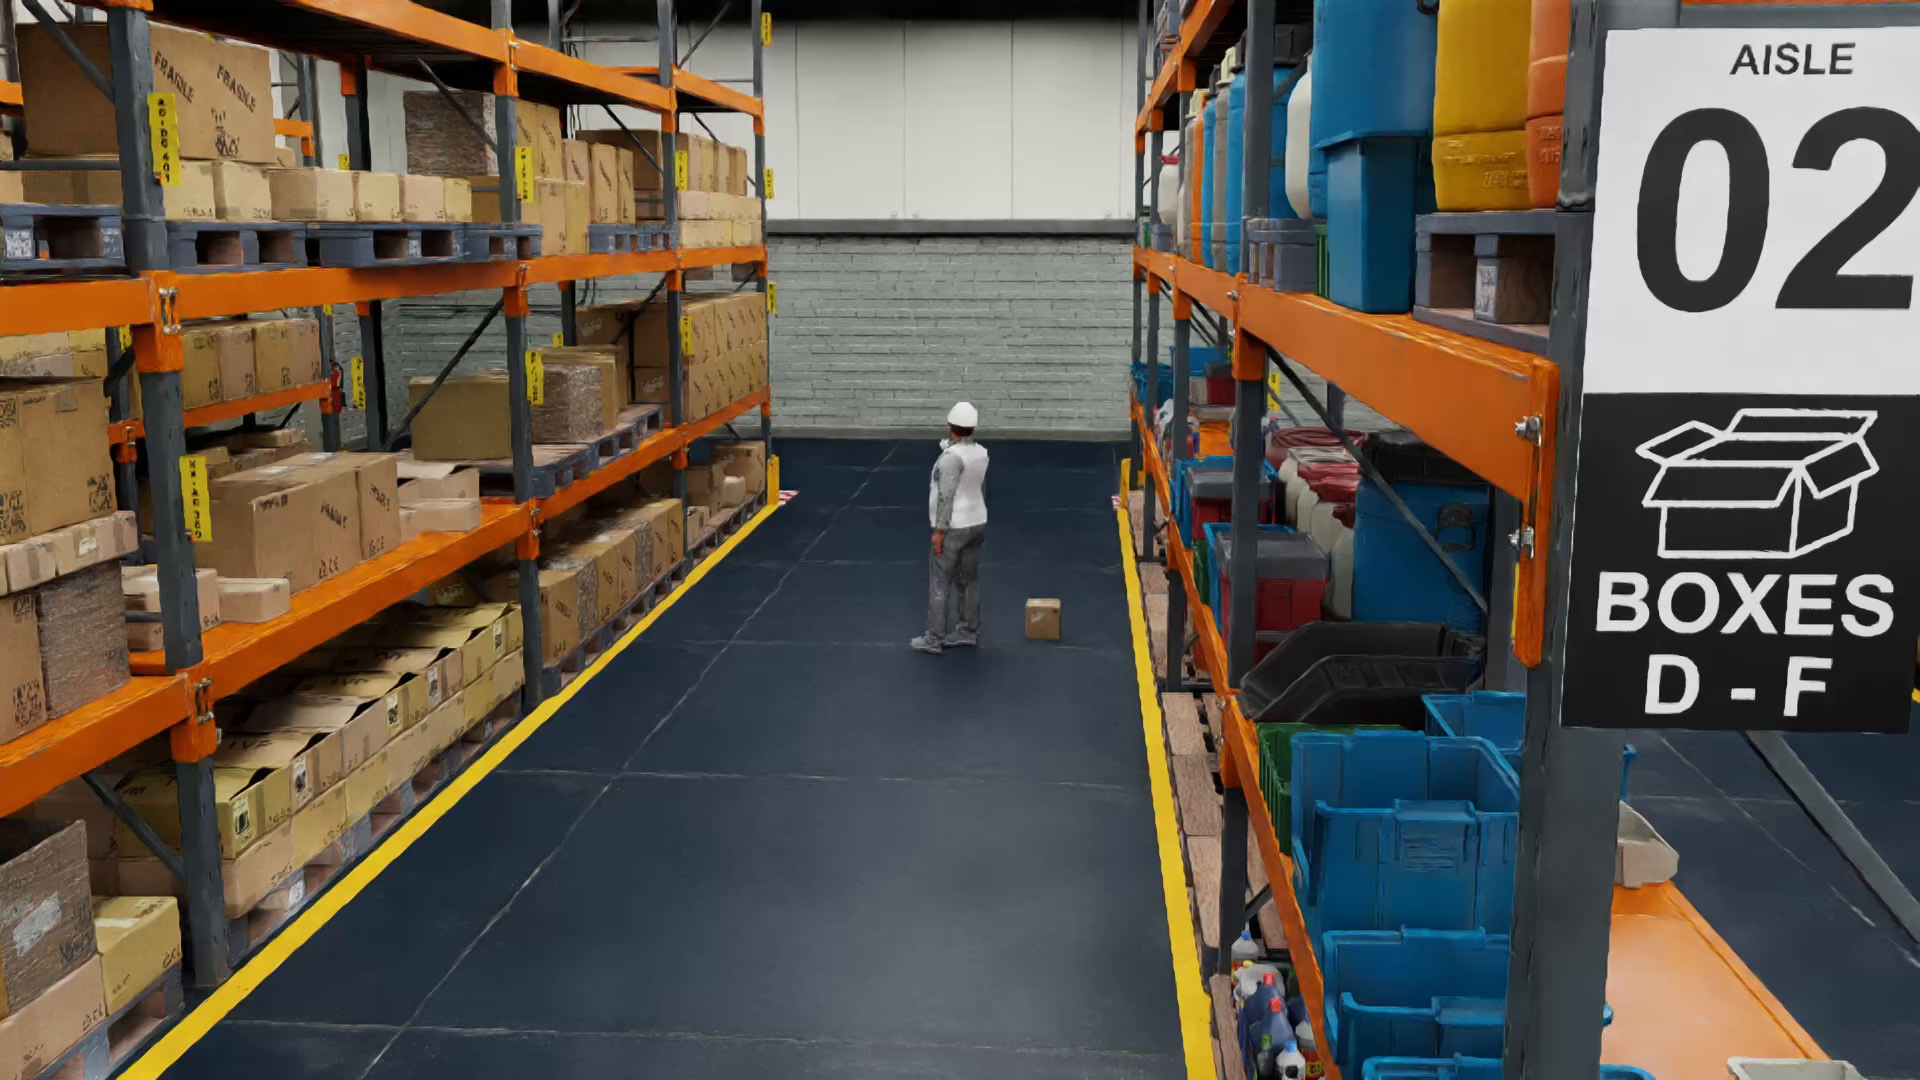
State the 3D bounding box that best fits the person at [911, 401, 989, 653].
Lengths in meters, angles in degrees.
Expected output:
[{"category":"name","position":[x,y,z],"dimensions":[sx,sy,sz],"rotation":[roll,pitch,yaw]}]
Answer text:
[{"category":"person","position":[-0.062,-0.103,11.826],"dimensions":[0.491,1.776,0.571],"rotation":[8,13,37]}]
